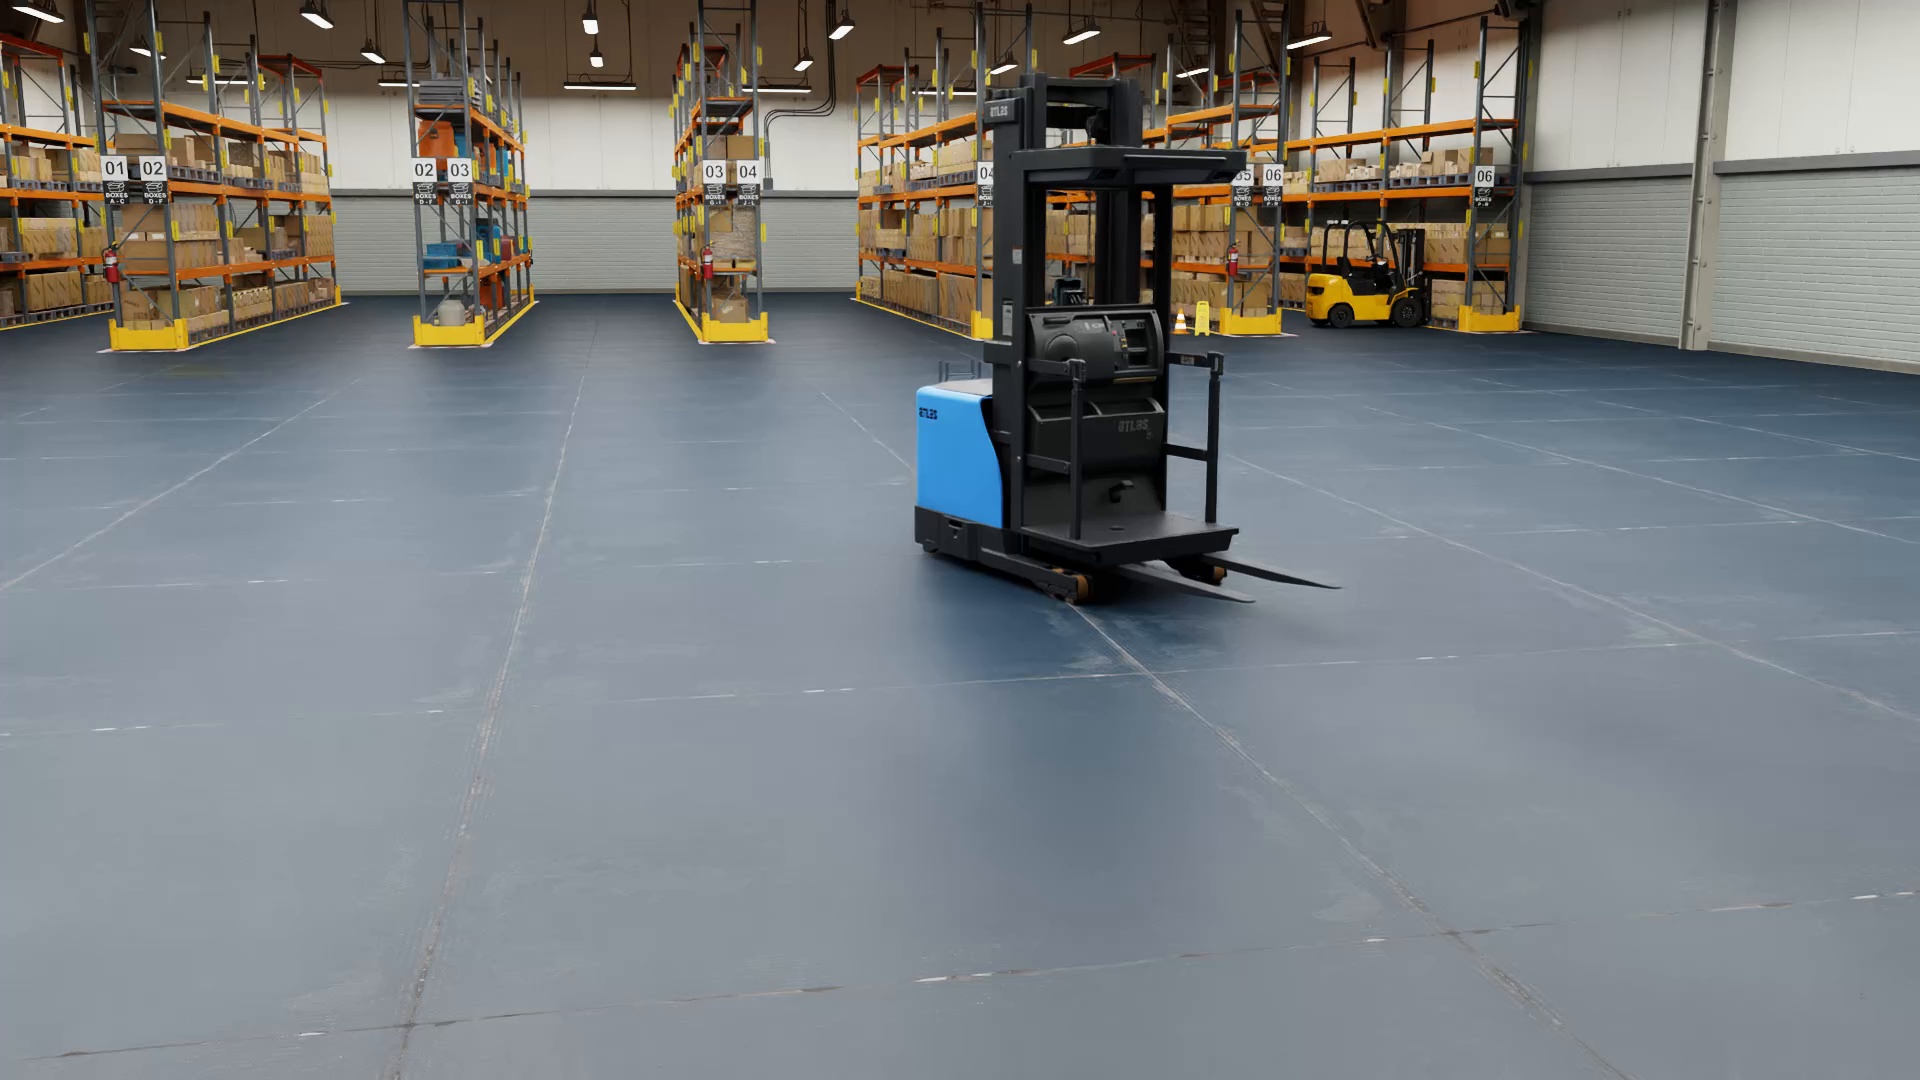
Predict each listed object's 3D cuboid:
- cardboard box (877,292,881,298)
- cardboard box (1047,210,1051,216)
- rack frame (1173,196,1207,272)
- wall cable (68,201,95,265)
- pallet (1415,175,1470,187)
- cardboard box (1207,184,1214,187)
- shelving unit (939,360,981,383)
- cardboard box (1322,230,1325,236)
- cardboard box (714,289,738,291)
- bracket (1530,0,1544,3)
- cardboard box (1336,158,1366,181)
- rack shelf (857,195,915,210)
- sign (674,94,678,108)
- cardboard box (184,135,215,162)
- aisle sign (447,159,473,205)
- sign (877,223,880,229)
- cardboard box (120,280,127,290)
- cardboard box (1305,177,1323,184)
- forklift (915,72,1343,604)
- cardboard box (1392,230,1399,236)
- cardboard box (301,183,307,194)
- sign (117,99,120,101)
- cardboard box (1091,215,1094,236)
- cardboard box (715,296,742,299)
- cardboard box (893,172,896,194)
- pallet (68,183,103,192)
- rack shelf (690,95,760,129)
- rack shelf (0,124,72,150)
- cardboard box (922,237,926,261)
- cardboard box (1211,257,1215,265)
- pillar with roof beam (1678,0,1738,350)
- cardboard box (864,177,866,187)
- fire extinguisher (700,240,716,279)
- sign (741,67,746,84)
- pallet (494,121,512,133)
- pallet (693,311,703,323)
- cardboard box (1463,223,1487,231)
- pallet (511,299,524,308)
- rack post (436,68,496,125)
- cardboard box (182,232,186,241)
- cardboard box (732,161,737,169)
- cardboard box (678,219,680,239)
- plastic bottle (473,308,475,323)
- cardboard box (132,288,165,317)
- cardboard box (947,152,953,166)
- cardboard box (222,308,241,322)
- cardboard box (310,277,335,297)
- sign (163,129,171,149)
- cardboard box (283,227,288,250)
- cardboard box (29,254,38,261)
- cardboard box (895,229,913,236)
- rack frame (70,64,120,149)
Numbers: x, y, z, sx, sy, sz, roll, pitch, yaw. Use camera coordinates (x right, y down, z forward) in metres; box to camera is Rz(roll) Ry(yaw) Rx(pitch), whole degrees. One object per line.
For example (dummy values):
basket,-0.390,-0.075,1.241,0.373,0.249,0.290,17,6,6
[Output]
cardboard box,-1.945,-6.328,42.922,0.380,0.149,0.250,-2,11,-10
cardboard box,2.582,-8.893,45.219,0.380,0.149,0.250,-2,11,-12
rack frame,4.858,-6.194,35.716,1.000,3.000,0.127,-2,11,-11
wall cable,-22.950,-8.194,43.505,0.084,1.984,1.851,-2,11,-11
pallet,10.151,-7.426,34.406,1.003,0.211,1.213,-2,11,-11
cardboard box,5.114,-7.053,32.879,0.380,0.149,0.250,-2,11,-11
shelving unit,-0.001,-0.588,11.077,0.258,1.200,0.189,-3,11,-14
cardboard box,8.849,-7.312,39.590,0.380,0.149,0.250,-2,11,-9
cardboard box,-5.036,-5.023,35.075,0.700,0.500,0.500,-2,11,-11
bracket,11.489,-9.953,29.793,0.076,0.066,4.783,-2,11,-11
cardboard box,9.048,-8.558,38.459,0.500,0.500,0.500,-2,11,-10
rack shelf,-1.923,-8.950,44.096,1.077,0.370,4.000,-2,11,-11
sign,-6.968,-10.769,40.786,0.100,0.325,0.005,-2,11,-11
cardboard box,-14.662,-7.563,32.160,0.500,0.500,0.500,-2,11,-10
aisle sign,-8.642,-6.194,28.766,0.394,0.787,0.004,-2,11,-11
sign,-2.065,-7.867,42.190,0.100,0.325,0.005,-2,11,-11
cardboard box,-21.539,-6.348,42.086,0.700,0.500,0.500,-2,11,-11
cardboard box,8.643,-8.761,40.515,0.380,0.149,0.250,-2,11,-10
forklift,0.919,-1.182,9.570,1.130,2.935,3.031,-7,13,-32
cardboard box,9.582,-6.627,35.992,0.380,0.149,0.250,-2,11,-10
cardboard box,-15.989,-8.439,39.892,0.500,0.250,0.500,-2,11,-11
sign,-21.238,-10.956,41.981,0.100,0.325,0.005,-2,11,-11
cardboard box,3.525,-7.738,40.889,0.500,0.500,0.500,-2,11,-11
cardboard box,-4.443,-4.417,31.944,0.500,0.500,0.500,-1,11,-6
cardboard box,-1.320,-8.530,39.701,0.500,0.500,0.500,-2,11,-11
pallet,-21.378,-8.564,40.384,1.003,0.211,1.213,-2,11,-11
rack shelf,-4.474,-8.059,31.402,1.077,0.370,4.000,-2,11,-11
rack shelf,-20.606,-8.791,36.309,1.077,0.370,4.000,-2,11,-11
cardboard box,-0.538,-6.316,36.090,0.500,0.500,0.500,-2,11,-10
cardboard box,5.166,-5.488,32.679,0.380,0.149,0.250,-2,11,-12
pillar with roof beam,8.197,-7.492,26.492,9.100,9.000,0.400,-2,11,-11
cardboard box,-2.292,-9.563,44.459,0.500,0.250,0.500,-2,11,-10
fire extinguisher,-4.515,-5.024,29.777,0.296,0.674,0.183,-2,11,-11
sign,-4.327,-9.295,33.253,0.100,0.325,0.005,-2,11,-11
pallet,-10.610,-9.178,36.926,1.213,0.211,1.003,-2,11,-11
pallet,-5.257,-4.831,36.012,1.003,0.211,1.213,-2,11,-11
cardboard box,10.227,-6.213,33.021,0.380,0.149,0.250,-2,11,-11
pallet,-11.458,-5.884,41.547,1.003,0.211,1.213,-2,11,-11
rack post,-10.189,-9.057,34.178,1.013,1.000,3.121,-2,11,-11
cardboard box,-13.816,-5.328,29.167,0.380,0.149,0.250,-2,11,-12
cardboard box,-3.912,-6.755,29.974,0.380,0.149,0.250,-2,11,-11
cardboard box,-7.165,-8.191,43.808,0.500,0.500,0.500,-2,11,-13
plastic bottle,-9.290,-4.299,31.850,0.061,0.283,0.133,-2,11,-11
cardboard box,-14.408,-4.235,29.648,0.500,0.500,0.500,-2,11,-11
cardboard box,0.041,-7.512,32.834,0.500,0.250,0.500,-2,11,-12
cardboard box,-14.416,-4.412,32.588,0.500,0.250,0.500,-2,11,-12
cardboard box,-16.567,-6.572,43.213,0.500,0.500,0.500,-2,11,-11
sign,-13.257,-6.701,27.810,0.100,0.325,0.005,-2,11,-11
cardboard box,-15.733,-6.875,37.903,0.700,0.500,0.500,-5,12,-25
cardboard box,-20.063,-6.080,35.738,0.380,0.149,0.250,-2,11,-9
cardboard box,-1.301,-7.177,38.841,0.380,0.149,0.250,-3,11,-13
rack frame,-21.773,-10.441,41.986,1.000,3.000,0.127,-2,11,-11
